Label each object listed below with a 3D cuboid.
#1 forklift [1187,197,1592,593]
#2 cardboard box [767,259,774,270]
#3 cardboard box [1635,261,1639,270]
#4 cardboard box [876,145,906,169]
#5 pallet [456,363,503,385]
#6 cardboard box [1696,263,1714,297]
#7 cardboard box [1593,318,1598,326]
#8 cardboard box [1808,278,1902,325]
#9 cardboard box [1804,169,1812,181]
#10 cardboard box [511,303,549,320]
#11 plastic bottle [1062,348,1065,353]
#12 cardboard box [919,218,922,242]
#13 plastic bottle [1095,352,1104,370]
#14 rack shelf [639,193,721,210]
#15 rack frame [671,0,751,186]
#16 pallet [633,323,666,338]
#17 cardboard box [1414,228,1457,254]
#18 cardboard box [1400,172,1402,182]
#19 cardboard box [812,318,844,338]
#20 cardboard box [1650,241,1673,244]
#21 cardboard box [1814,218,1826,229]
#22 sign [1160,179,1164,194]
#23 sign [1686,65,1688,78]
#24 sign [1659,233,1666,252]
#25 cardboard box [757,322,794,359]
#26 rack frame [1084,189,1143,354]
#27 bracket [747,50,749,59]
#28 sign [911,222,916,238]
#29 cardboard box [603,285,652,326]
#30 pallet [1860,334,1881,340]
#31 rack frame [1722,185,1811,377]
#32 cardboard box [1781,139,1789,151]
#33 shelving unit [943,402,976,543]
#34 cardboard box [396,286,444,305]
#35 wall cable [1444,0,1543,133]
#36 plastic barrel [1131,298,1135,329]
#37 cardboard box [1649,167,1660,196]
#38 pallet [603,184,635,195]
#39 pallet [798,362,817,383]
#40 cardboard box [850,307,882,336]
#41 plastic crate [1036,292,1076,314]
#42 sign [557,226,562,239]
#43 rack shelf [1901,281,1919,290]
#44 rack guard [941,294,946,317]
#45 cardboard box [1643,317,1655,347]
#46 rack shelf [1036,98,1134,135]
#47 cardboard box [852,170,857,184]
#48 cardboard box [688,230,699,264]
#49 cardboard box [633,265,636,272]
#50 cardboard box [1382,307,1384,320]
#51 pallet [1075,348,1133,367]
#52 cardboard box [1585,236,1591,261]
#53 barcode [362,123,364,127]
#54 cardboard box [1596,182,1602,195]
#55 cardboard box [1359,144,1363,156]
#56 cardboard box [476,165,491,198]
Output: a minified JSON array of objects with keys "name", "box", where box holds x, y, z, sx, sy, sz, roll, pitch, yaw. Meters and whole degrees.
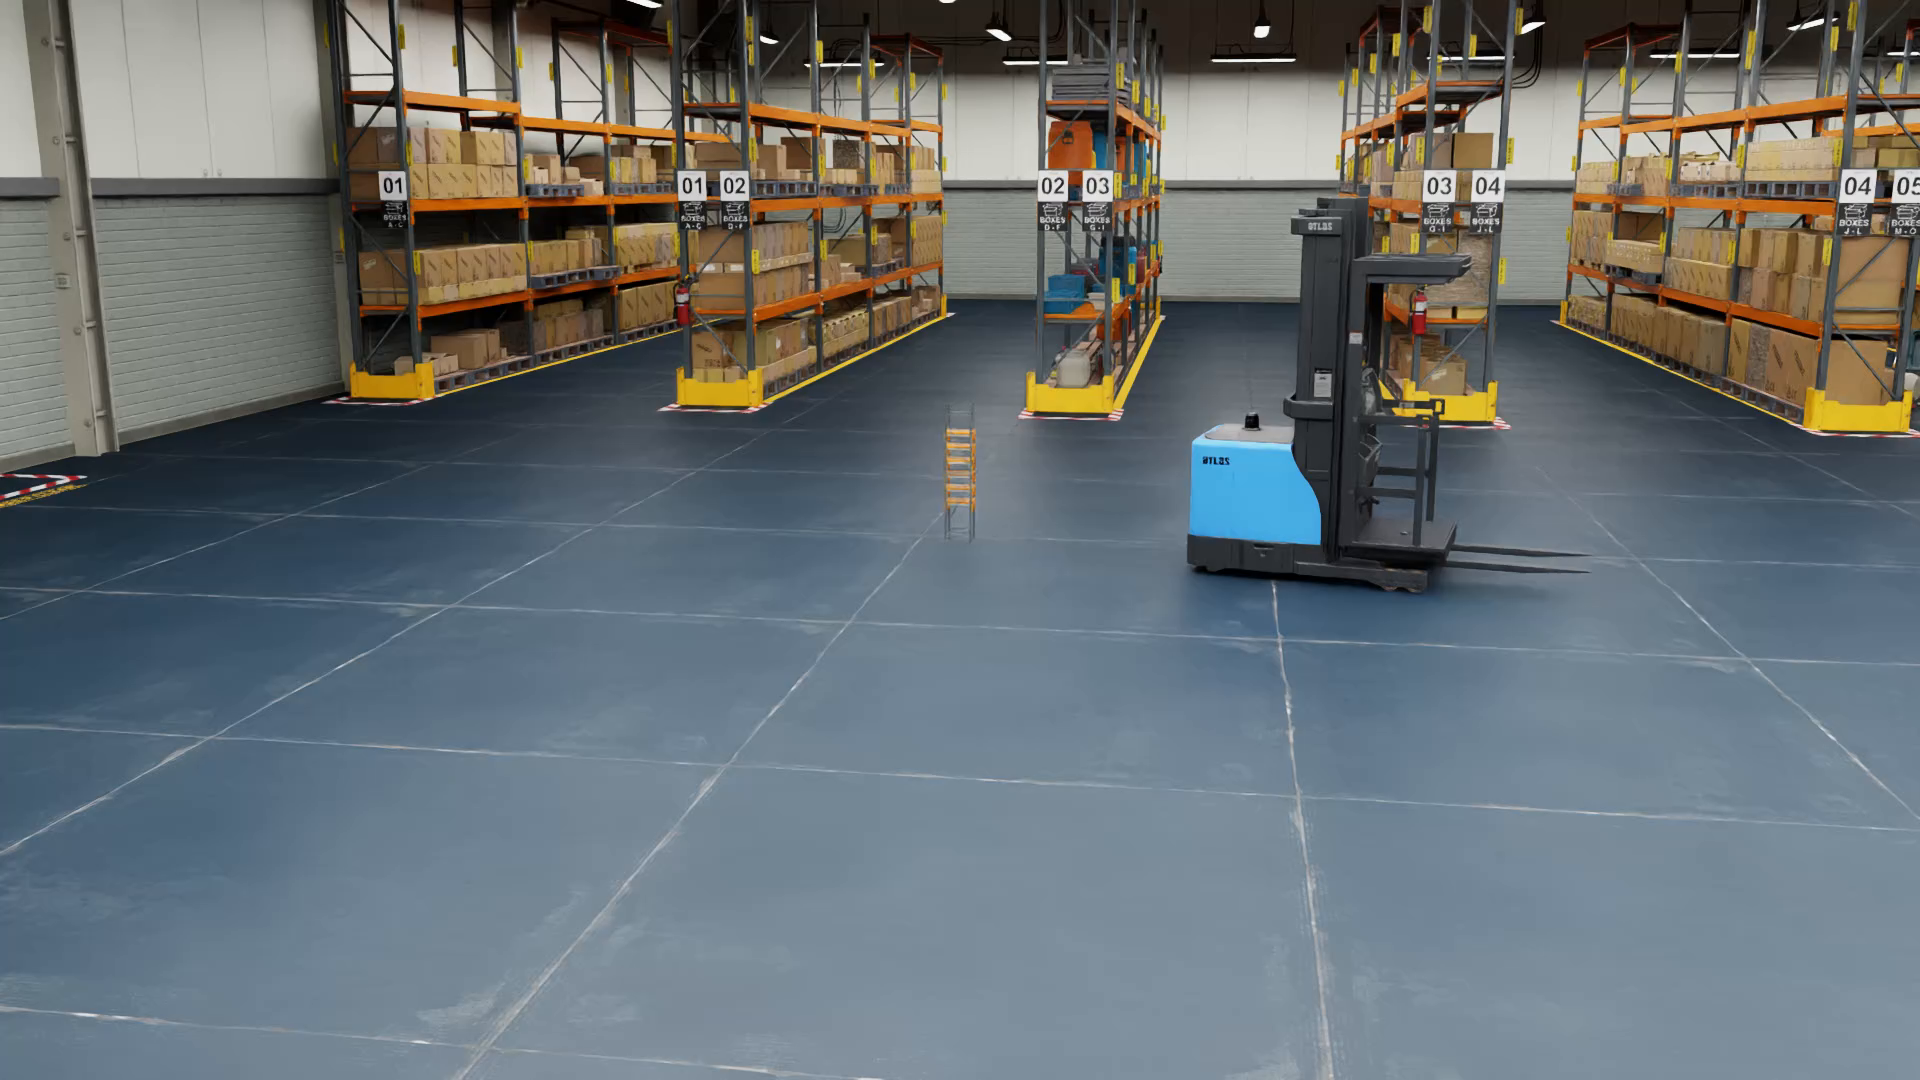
[{"name":"forklift","box":[3.388,-1.158,12.909,3.031,2.935,1.130,5,13,21]},{"name":"cardboard box","box":[-2.930,-4.035,24.317,0.380,0.149,0.250,1,12,7]},{"name":"cardboard box","box":[12.286,-4.898,29.699,0.380,0.149,0.250,2,12,8]},{"name":"cardboard box","box":[-1.477,-7.983,34.687,0.700,0.500,0.500,2,12,9]},{"name":"pallet","box":[-7.894,-2.613,26.115,1.003,0.211,1.213,2,12,9]},{"name":"cardboard box","box":[11.900,-4.085,26.089,0.500,0.500,0.500,2,12,9]},{"name":"cardboard box","box":[12.982,-4.386,33.496,0.380,0.149,0.250,1,12,7]},{"name":"cardboard box","box":[11.325,-3.027,21.065,0.875,0.550,0.550,2,12,9]},{"name":"cardboard box","box":[11.147,-4.712,21.479,0.380,0.149,0.250,2,12,9]},{"name":"cardboard box","box":[-7.479,-3.977,28.934,0.500,0.250,0.500,2,12,7]},{"name":"plastic bottle","box":[1.586,-2.777,25.501,0.144,0.351,0.185,1,12,6]},{"name":"cardboard box","box":[-1.085,-6.611,35.439,0.500,0.500,0.500,1,12,7]},{"name":"plastic bottle","box":[2.155,-2.750,25.555,0.152,0.276,0.135,2,12,9]},{"name":"rack shelf","box":[-6.102,-7.568,37.076,1.077,0.370,4.000,2,12,9]},{"name":"rack frame","box":[-3.360,-6.312,22.420,1.000,3.000,0.127,2,12,9]},{"name":"pallet","box":[-6.639,-4.256,33.740,1.003,0.211,1.213,2,12,9]},{"name":"cardboard box","box":[6.268,-3.863,21.980,0.500,0.500,0.500,2,12,9]},{"name":"cardboard box","box":[6.715,-5.362,24.546,0.380,0.149,0.250,1,12,6]},{"name":"cardboard box","box":[-2.275,-3.637,28.447,0.500,0.311,0.500,1,12,7]},{"name":"cardboard box","box":[13.208,-5.547,31.300,0.380,0.149,0.250,1,12,7]},{"name":"cardboard box","box":[18.325,-6.514,34.987,0.500,0.500,0.500,2,12,7]},{"name":"sign","box":[4.541,-7.949,37.387,0.100,0.325,0.005,2,12,9]},{"name":"sign","box":[13.708,-8.823,31.482,0.100,0.325,0.005,2,12,9]},{"name":"sign","box":[12.006,-5.084,28.402,0.100,0.325,0.005,2,12,9]},{"name":"cardboard box","box":[-2.825,-3.023,25.152,0.500,0.500,0.500,2,12,9]},{"name":"rack frame","box":[2.764,-4.883,30.031,1.000,3.000,0.127,2,12,9]},{"name":"bracket","box":[-5.455,-12.720,43.612,0.235,0.232,0.430,2,12,9]},{"name":"sign","box":[-0.966,-6.426,34.441,0.100,0.325,0.005,2,12,9]},{"name":"cardboard box","box":[-6.641,-4.689,33.239,0.750,0.750,0.750,2,12,8]},{"name":"pallet","box":[18.260,-4.027,32.677,1.003,0.211,1.213,2,12,9]},{"name":"rack frame","box":[11.928,-3.708,24.580,1.000,3.000,0.127,2,12,9]},{"name":"cardboard box","box":[11.303,-5.314,22.381,0.380,0.149,0.250,2,12,8]},{"name":"shelving unit","box":[-0.002,-0.584,14.353,0.258,1.200,0.189,2,12,9]},{"name":"cardboard box","box":[-7.867,-3.566,24.231,0.500,0.250,0.500,2,12,7]},{"name":"wall cable","box":[13.164,-11.959,40.987,2.277,5.999,0.120,2,12,9]},{"name":"plastic barrel","box":[3.170,-4.635,32.865,0.600,0.901,0.708,2,12,9]},{"name":"cardboard box","box":[12.444,-6.288,29.191,0.500,0.500,0.500,2,12,9]},{"name":"pallet","box":[-6.978,-6.714,31.854,1.213,0.211,1.003,2,12,11]},{"name":"pallet","box":[-2.909,-2.684,26.448,1.003,0.211,1.213,2,12,9]},{"name":"cardboard box","box":[-1.777,-4.123,31.393,0.500,0.500,0.500,2,12,11]},{"name":"plastic crate","box":[1.315,-3.259,22.848,0.499,0.251,0.616,2,12,9]},{"name":"sign","box":[-7.574,-5.787,31.479,0.100,0.325,0.005,2,12,9]},{"name":"rack shelf","box":[17.758,-4.466,29.804,1.077,0.370,4.000,2,12,9]},{"name":"rack guard","box":[-0.911,-5.472,38.697,1.175,0.500,0.348,2,12,9]},{"name":"cardboard box","box":[12.386,-3.670,29.337,0.500,0.500,0.500,2,12,8]},{"name":"rack shelf","box":[1.841,-6.019,23.722,1.077,0.370,4.000,2,12,9]},{"name":"cardboard box","box":[-2.144,-6.546,29.988,0.500,0.250,0.500,1,12,4]},{"name":"cardboard box","box":[-6.193,-6.447,36.579,0.980,0.700,0.700,2,12,7]},{"name":"cardboard box","box":[-6.626,-5.367,32.828,0.380,0.149,0.250,2,12,10]},{"name":"cardboard box","box":[7.585,-3.942,28.773,0.500,0.250,0.500,2,12,11]},{"name":"pallet","box":[2.417,-3.107,28.408,1.003,0.211,1.213,2,12,9]},{"name":"cardboard box","box":[13.215,-5.996,34.251,0.500,0.500,0.500,2,12,7]},{"name":"barcode","box":[-8.640,-6.000,24.059,0.001,0.075,0.075,2,12,9]},{"name":"cardboard box","box":[13.133,-7.087,33.493,0.500,0.250,0.500,2,12,8]},{"name":"cardboard box","box":[8.568,-8.104,34.604,0.500,0.250,0.500,1,12,7]},{"name":"cardboard box","box":[-7.612,-5.562,25.776,0.500,0.500,0.500,1,12,6]}]
